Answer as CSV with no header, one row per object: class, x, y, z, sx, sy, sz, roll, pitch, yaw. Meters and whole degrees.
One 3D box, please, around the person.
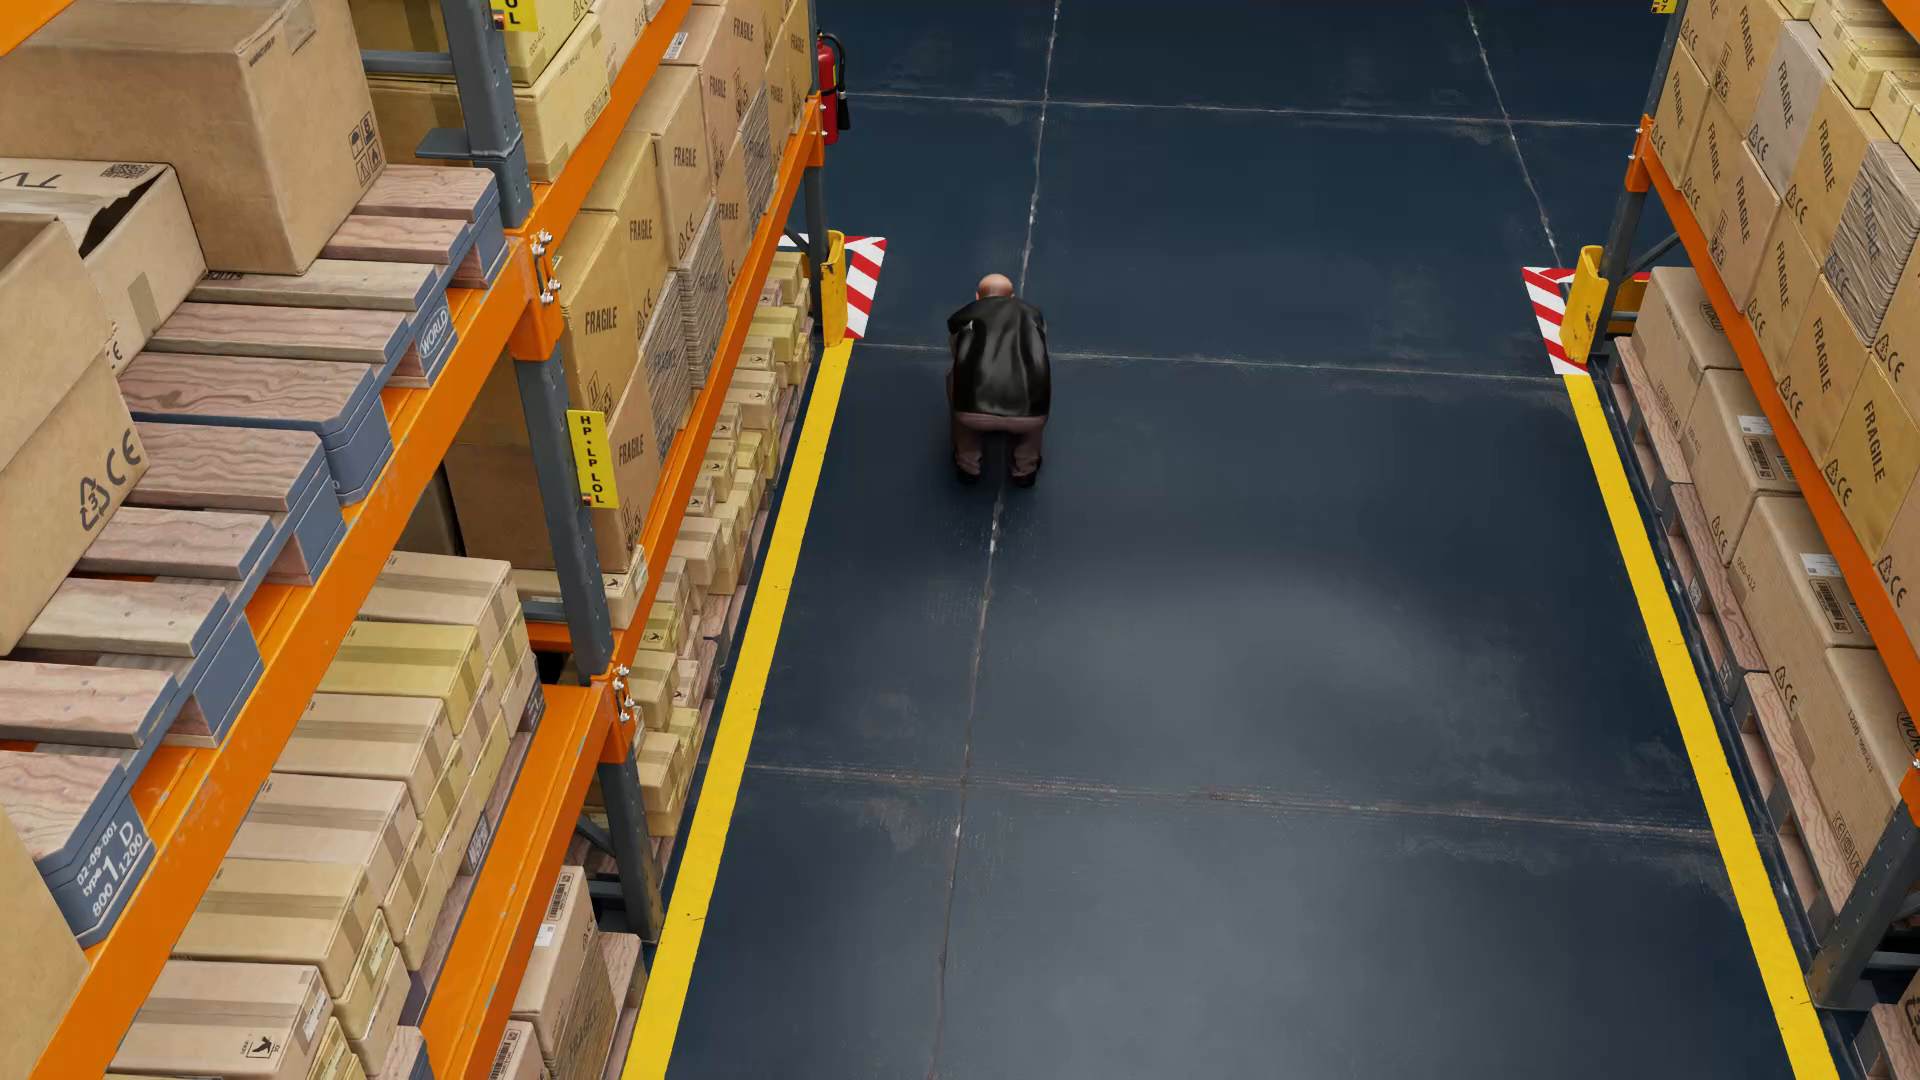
person,0.182,-0.734,7.812,0.506,0.790,0.939,2,40,2
